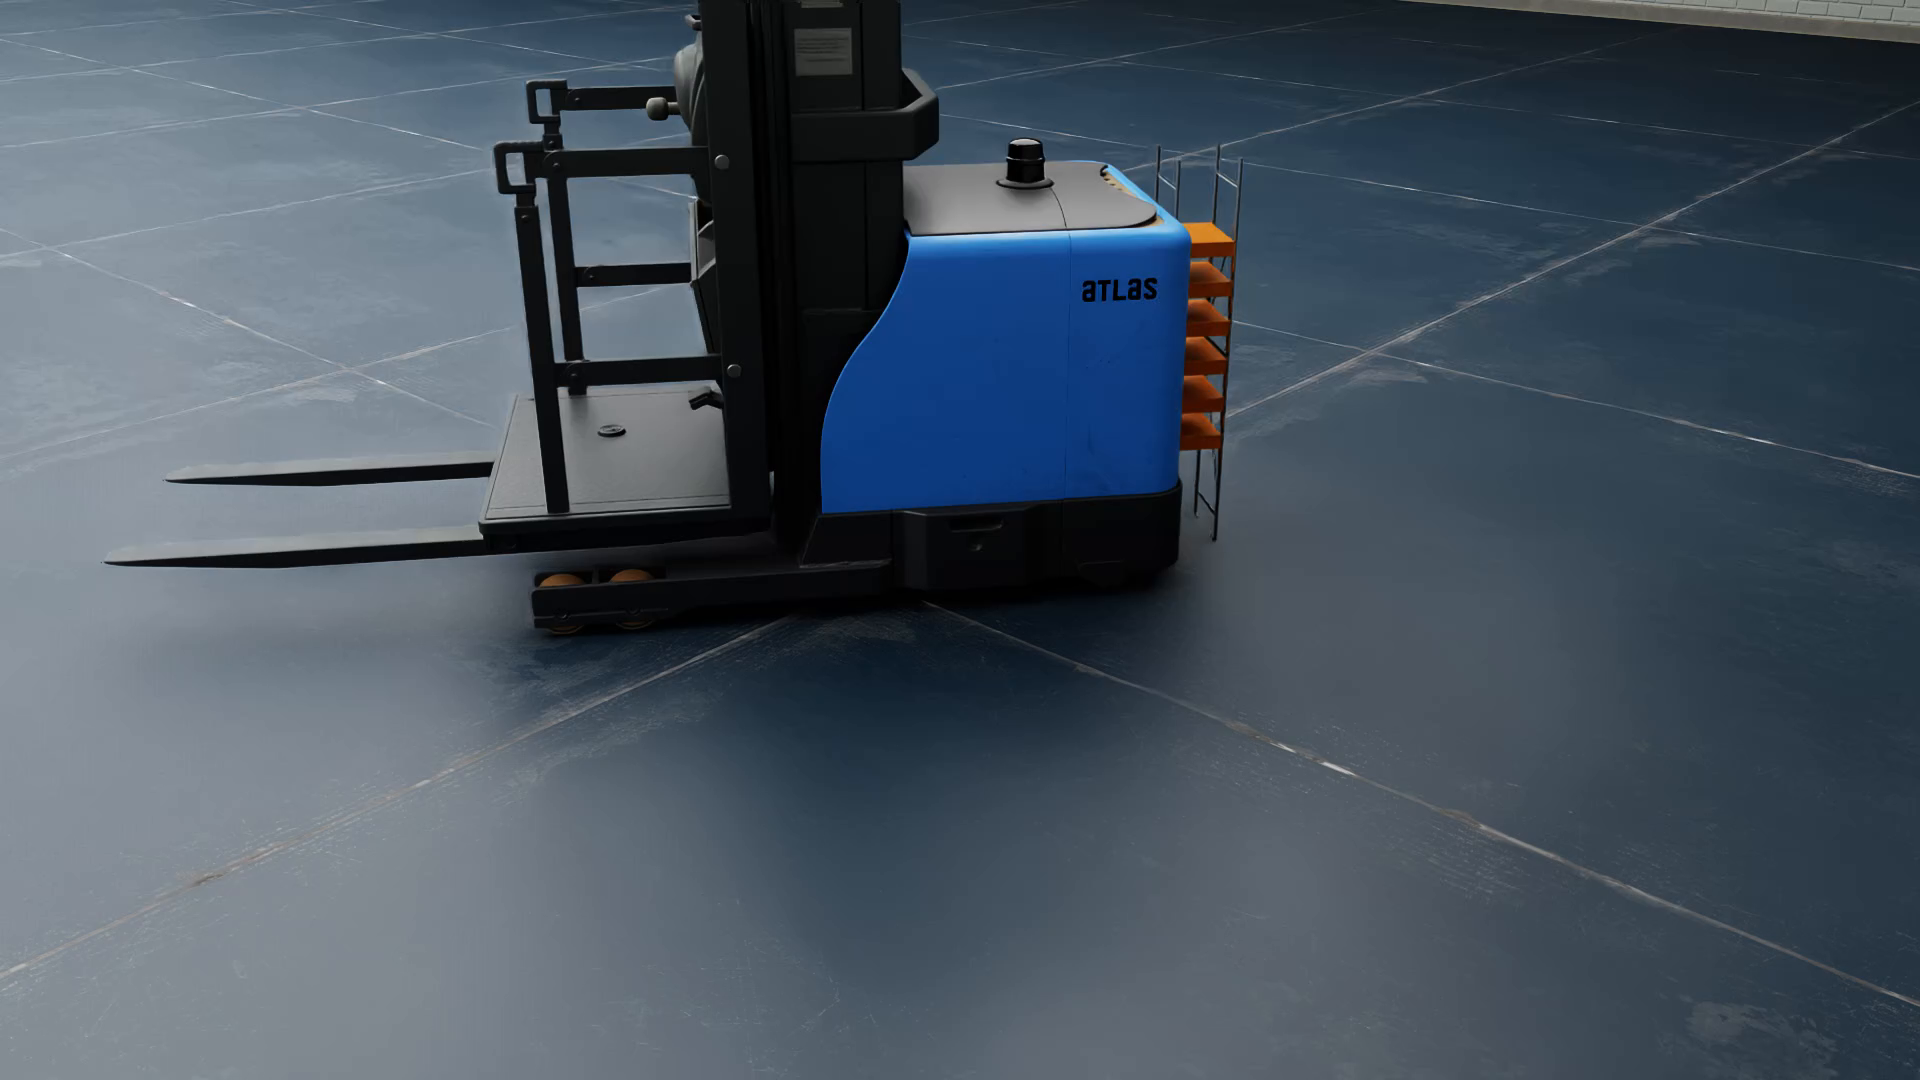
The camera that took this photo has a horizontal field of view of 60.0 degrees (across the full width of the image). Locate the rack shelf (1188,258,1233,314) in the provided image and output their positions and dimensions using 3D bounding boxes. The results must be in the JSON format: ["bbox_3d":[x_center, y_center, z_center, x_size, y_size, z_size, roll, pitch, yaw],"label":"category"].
[{"bbox_3d":[0.696,-0.763,5.006,0.180,0.103,0.258,-4,24,-8],"label":"rack shelf"}]

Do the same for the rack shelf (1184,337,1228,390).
[{"bbox_3d":[0.696,-0.544,5.104,0.180,0.103,0.258,-4,24,-8],"label":"rack shelf"}]

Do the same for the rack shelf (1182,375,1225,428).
[{"bbox_3d":[0.696,-0.434,5.153,0.180,0.103,0.258,-4,24,-8],"label":"rack shelf"}]

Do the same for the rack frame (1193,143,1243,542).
[{"bbox_3d":[0.786,-0.590,5.099,0.006,1.200,0.240,-4,24,-8],"label":"rack frame"}]

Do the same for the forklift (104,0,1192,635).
[{"bbox_3d":[-0.912,-1.304,4.577,3.031,2.935,1.130,-4,24,-8],"label":"forklift"}]

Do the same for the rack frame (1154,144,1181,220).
[{"bbox_3d":[0.606,-0.578,5.073,0.006,1.200,0.240,-4,24,-8],"label":"rack frame"}]

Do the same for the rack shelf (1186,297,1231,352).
[{"bbox_3d":[0.696,-0.653,5.055,0.180,0.103,0.258,-4,24,-8],"label":"rack shelf"}]

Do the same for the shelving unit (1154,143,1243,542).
[{"bbox_3d":[0.696,-0.584,5.086,0.189,1.200,0.258,-4,24,-8],"label":"shelving unit"}]

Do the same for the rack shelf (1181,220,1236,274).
[{"bbox_3d":[0.696,-0.872,4.957,0.180,0.103,0.258,-4,24,-8],"label":"rack shelf"}]

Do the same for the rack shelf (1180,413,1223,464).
[{"bbox_3d":[0.696,-0.325,5.203,0.180,0.103,0.258,-4,24,-8],"label":"rack shelf"}]
